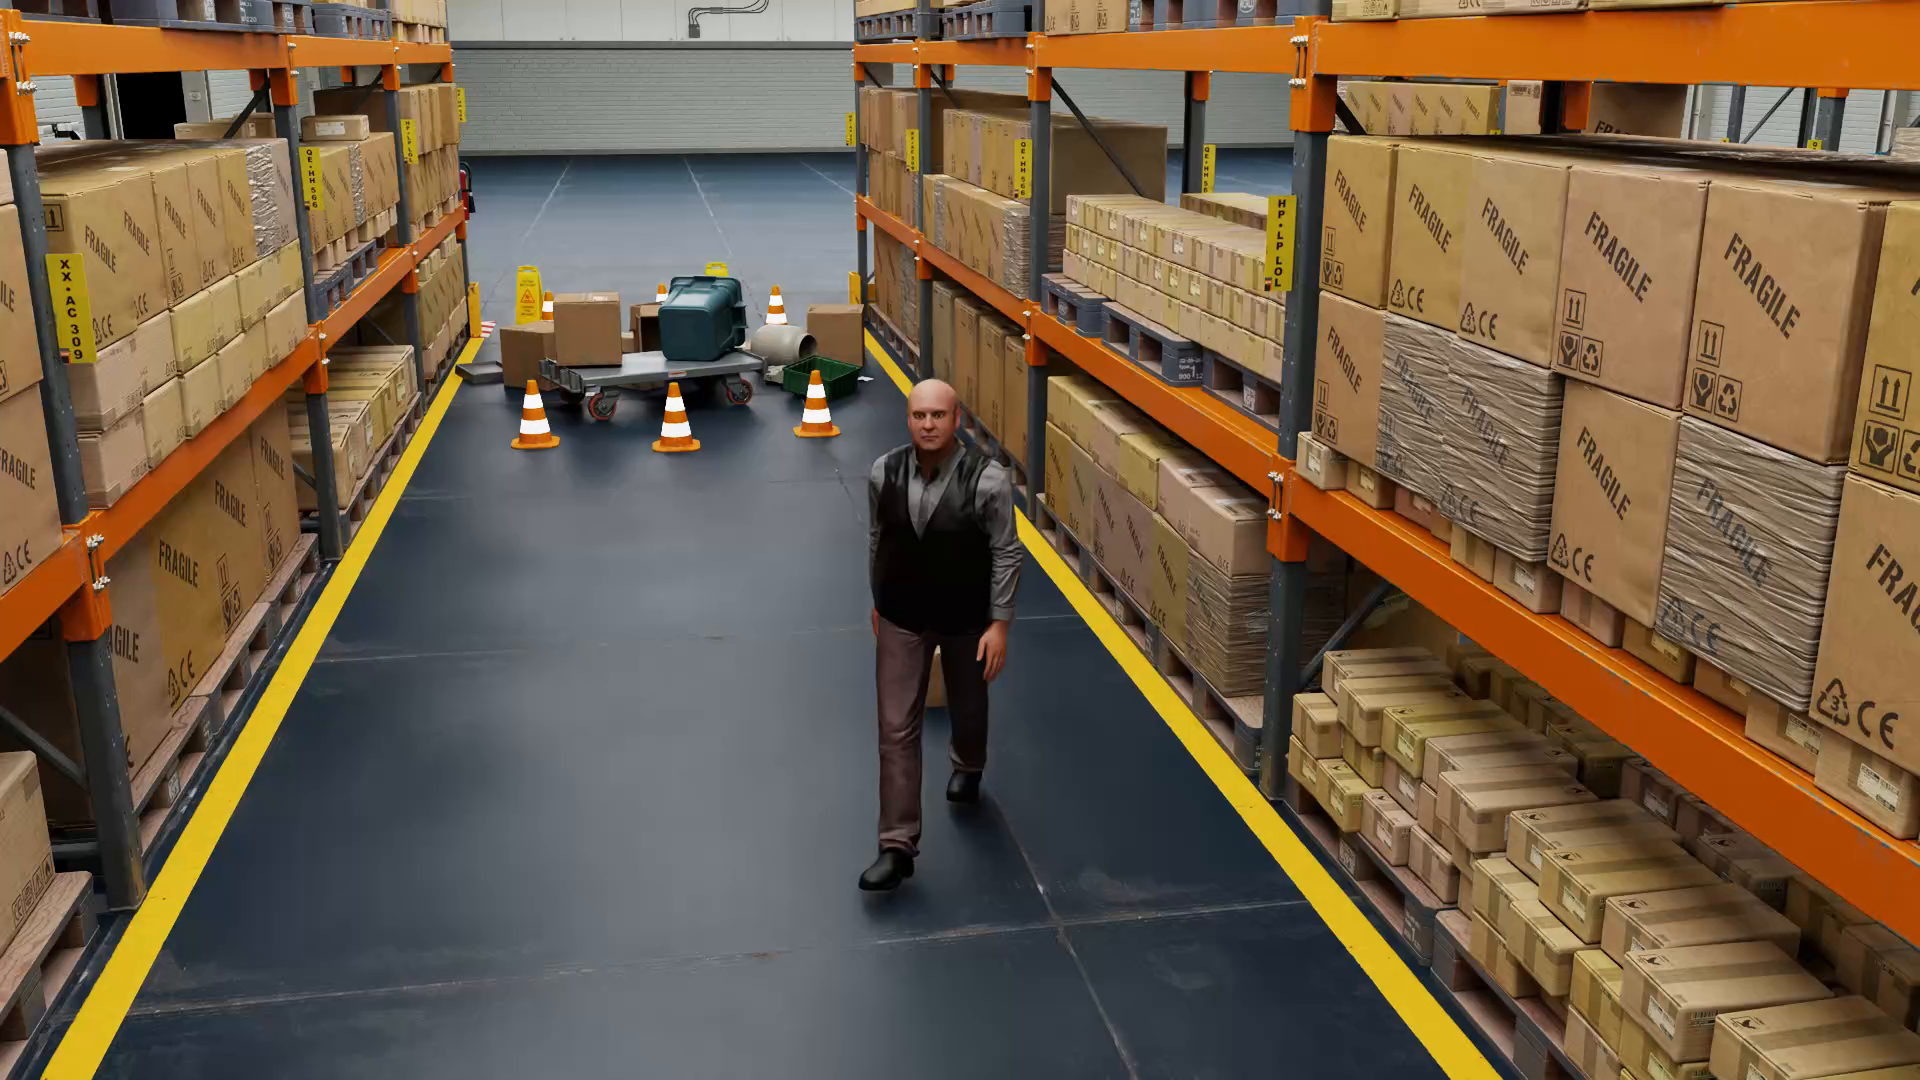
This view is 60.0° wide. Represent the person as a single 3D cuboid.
[{"bbox_3d":[-0.066,0.270,5.673,0.565,1.661,1.056,3,16,10],"label":"person"}]
